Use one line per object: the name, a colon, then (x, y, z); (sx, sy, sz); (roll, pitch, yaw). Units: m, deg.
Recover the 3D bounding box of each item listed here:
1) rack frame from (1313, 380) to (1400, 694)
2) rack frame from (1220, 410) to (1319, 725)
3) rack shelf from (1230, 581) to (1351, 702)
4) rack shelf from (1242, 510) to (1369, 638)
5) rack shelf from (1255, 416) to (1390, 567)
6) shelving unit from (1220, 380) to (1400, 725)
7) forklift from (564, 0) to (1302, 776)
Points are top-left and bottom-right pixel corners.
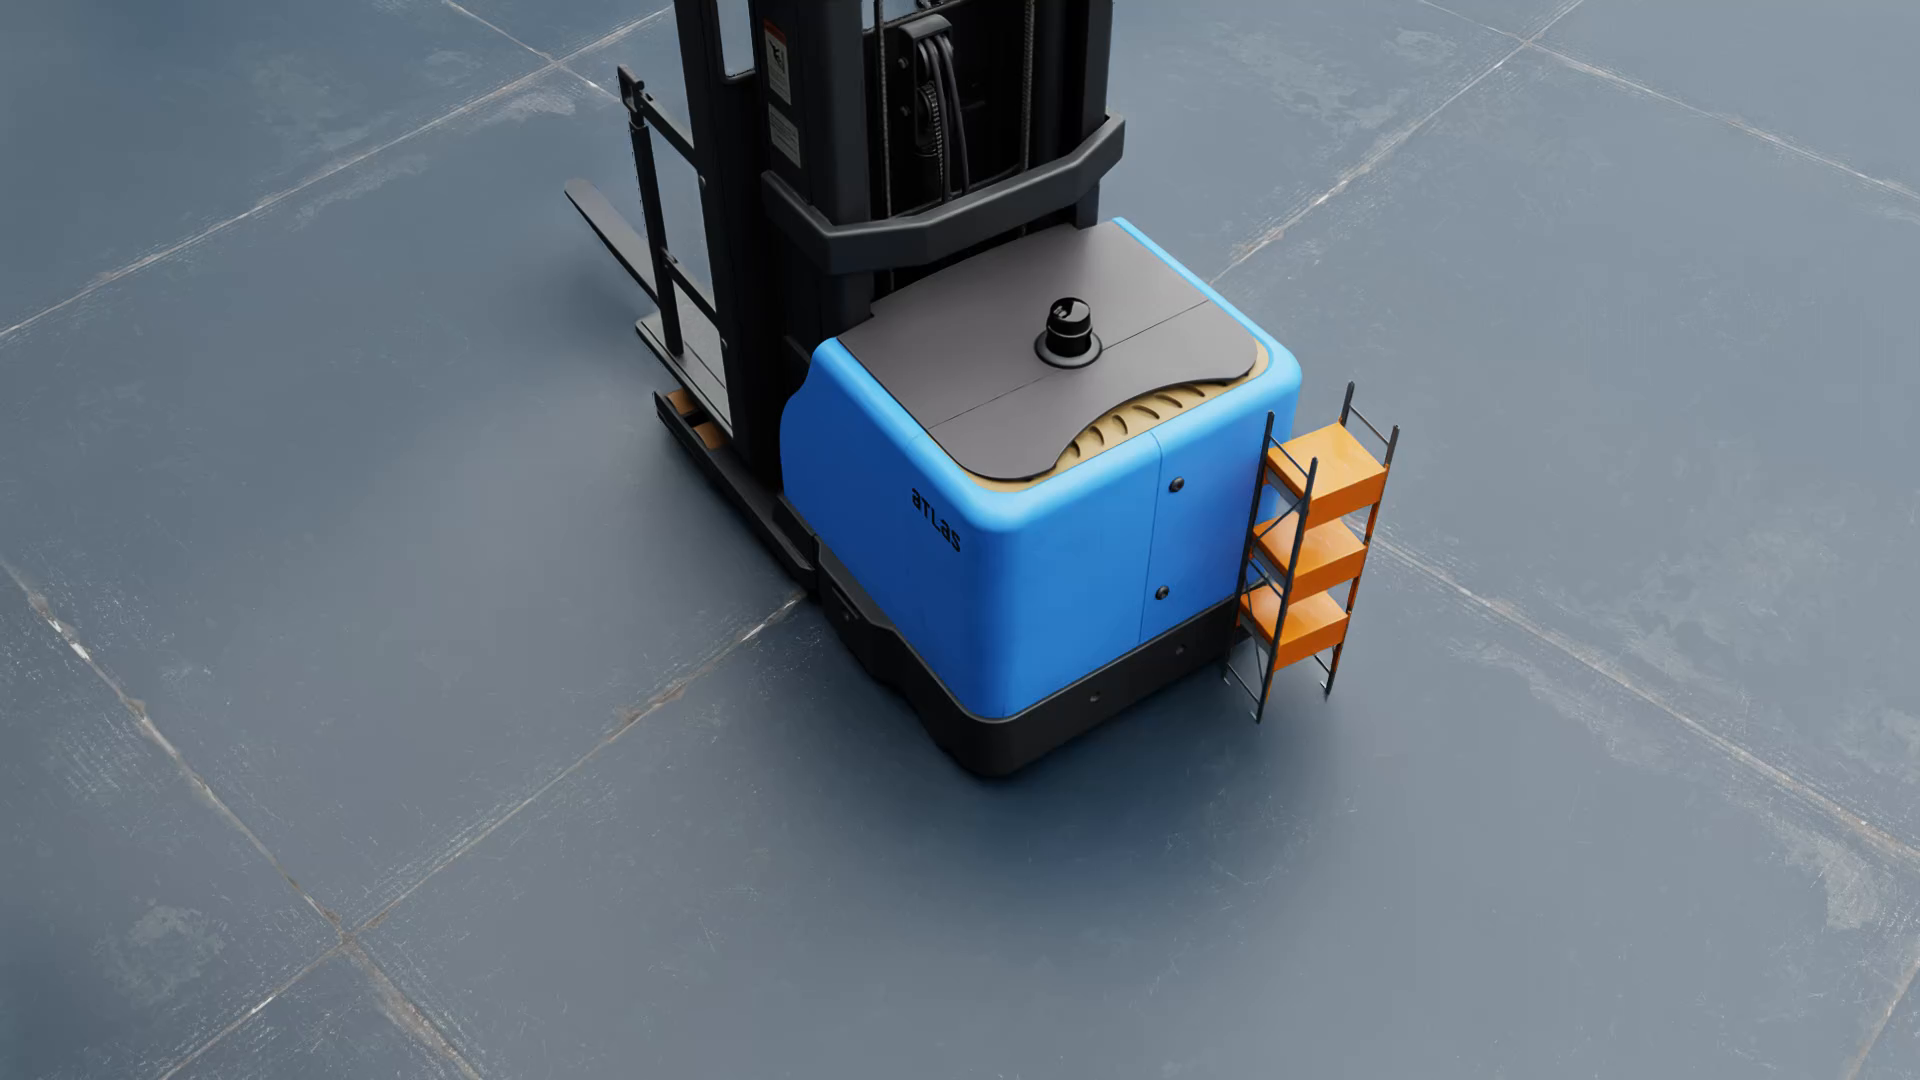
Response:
rack frame: (1.028, 0.022, 4.510); (0.008, 1.050, 0.200); (-21, 50, -18)
rack frame: (0.812, 0.104, 4.432); (0.008, 1.050, 0.200); (-21, 50, -18)
rack shelf: (0.920, 0.260, 4.681); (0.240, 0.259, 0.215); (-21, 50, -18)
rack shelf: (0.920, 0.070, 4.479); (0.240, 0.259, 0.215); (-21, 50, -18)
rack shelf: (0.920, -0.124, 4.272); (0.240, 0.259, 0.215); (-21, 50, -18)
shelving unit: (0.920, 0.063, 4.471); (0.252, 1.050, 0.215); (-21, 50, -18)
forklift: (-0.353, -1.407, 4.560); (1.130, 2.935, 3.031); (-26, 52, -23)
